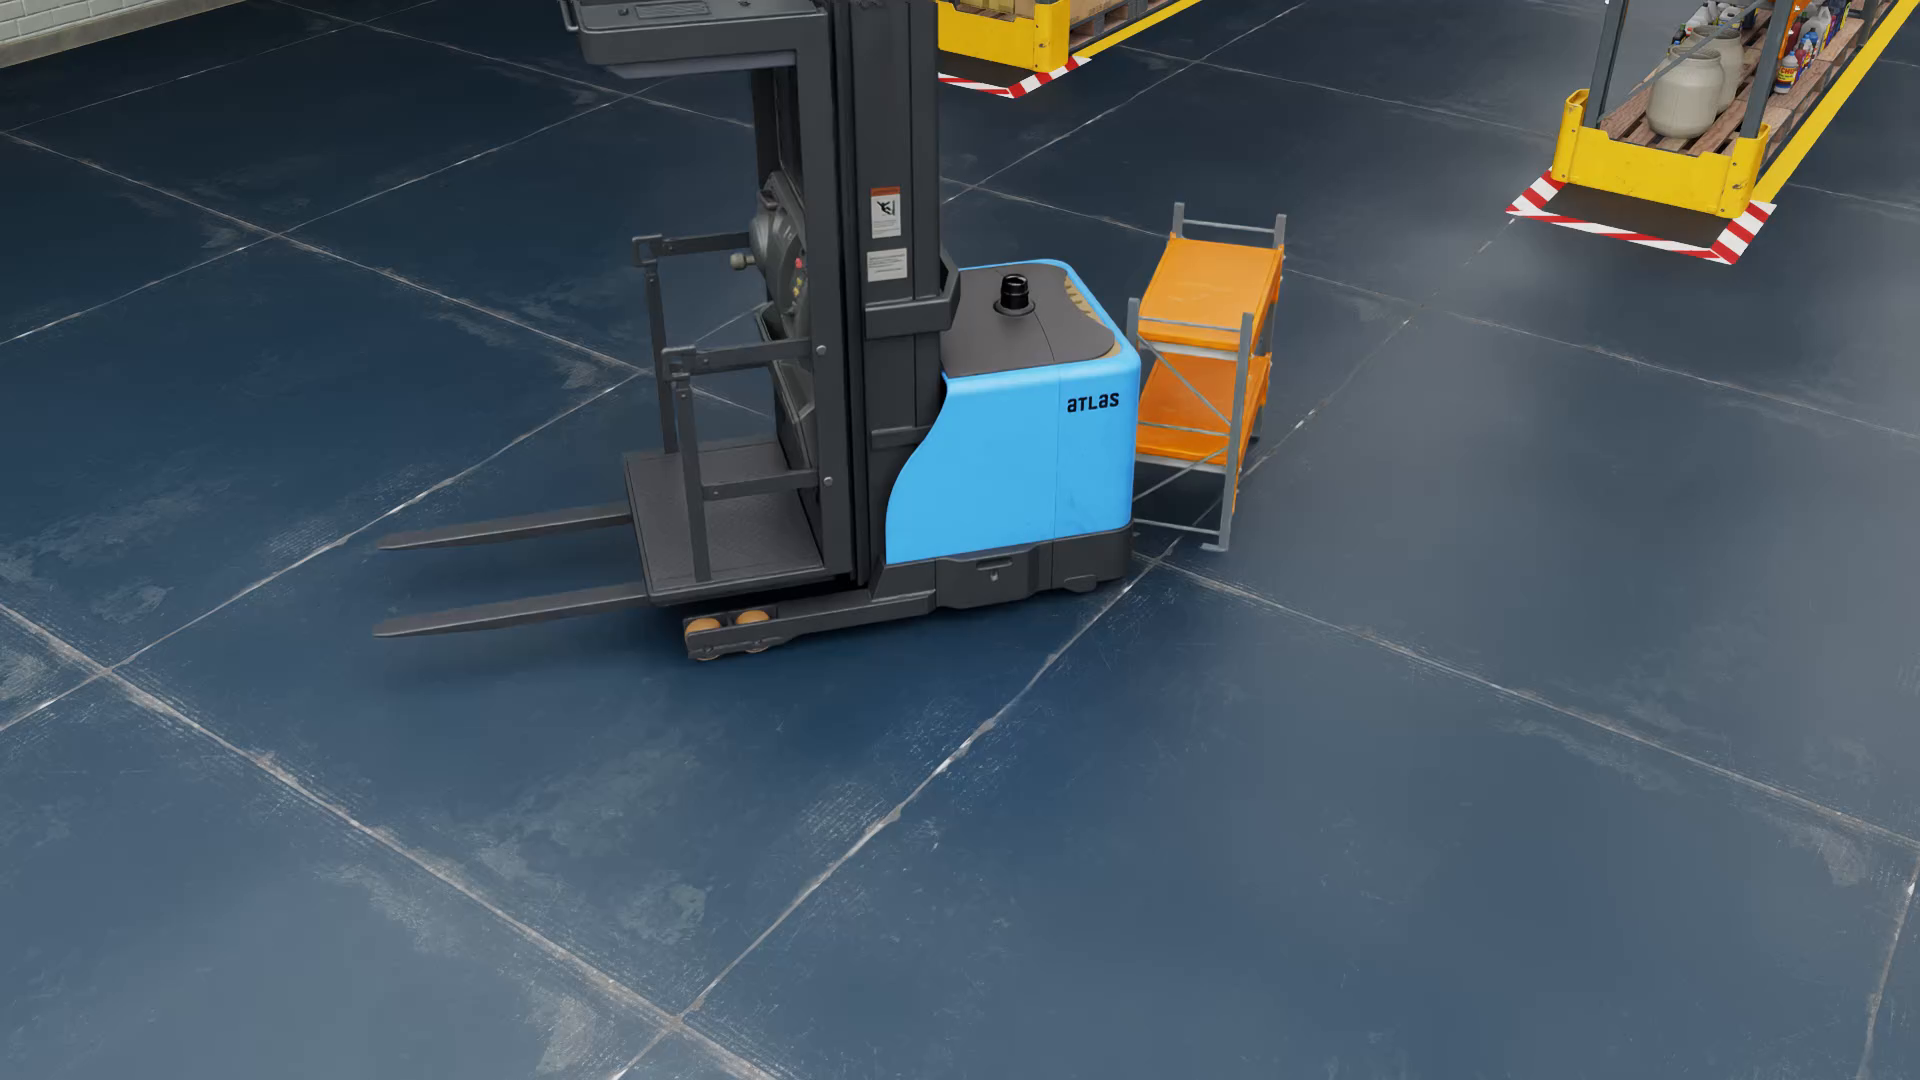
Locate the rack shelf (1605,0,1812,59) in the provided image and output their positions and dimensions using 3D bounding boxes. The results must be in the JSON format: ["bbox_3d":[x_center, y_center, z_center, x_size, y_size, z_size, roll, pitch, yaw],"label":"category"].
[{"bbox_3d":[5.488,-4.029,11.172,1.077,0.370,4.000,21,39,28],"label":"rack shelf"}]

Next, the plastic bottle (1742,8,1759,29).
[{"bbox_3d":[5.945,-4.047,12.529,0.144,0.351,0.185,21,39,28],"label":"plastic bottle"}]

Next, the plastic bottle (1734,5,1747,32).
[{"bbox_3d":[5.843,-3.955,12.463,0.097,0.271,0.097,0,34,0],"label":"plastic bottle"}]

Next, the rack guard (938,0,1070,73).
[{"bbox_3d":[0.267,-3.944,12.635,1.175,0.500,0.348,21,39,28],"label":"rack guard"}]

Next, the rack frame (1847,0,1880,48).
[{"bbox_3d":[6.628,-5.247,12.331,1.000,3.000,0.127,21,39,28],"label":"rack frame"}]

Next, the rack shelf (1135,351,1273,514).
[{"bbox_3d":[1.062,-0.533,7.470,0.538,0.278,1.000,9,35,14],"label":"rack shelf"}]

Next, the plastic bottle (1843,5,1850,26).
[{"bbox_3d":[6.677,-4.004,12.598,0.097,0.201,0.097,0,34,0],"label":"plastic bottle"}]

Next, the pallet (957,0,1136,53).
[{"bbox_3d":[0.682,-4.200,13.273,1.003,0.211,1.213,21,39,28],"label":"pallet"}]

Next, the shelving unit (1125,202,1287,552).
[{"bbox_3d":[1.062,-0.735,7.333,0.538,1.125,1.048,9,35,14],"label":"shelving unit"}]

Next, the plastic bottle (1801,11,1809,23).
[{"bbox_3d":[6.105,-3.700,12.075,0.061,0.283,0.133,21,39,28],"label":"plastic bottle"}]

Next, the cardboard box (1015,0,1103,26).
[{"bbox_3d":[0.769,-4.201,12.864,0.500,0.250,0.500,21,39,28],"label":"cardboard box"}]

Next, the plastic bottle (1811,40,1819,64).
[{"bbox_3d":[6.063,-3.508,11.865,0.097,0.201,0.097,0,34,0],"label":"plastic bottle"}]

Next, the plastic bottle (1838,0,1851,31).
[{"bbox_3d":[6.625,-3.977,12.486,0.061,0.283,0.133,23,41,30],"label":"plastic bottle"}]

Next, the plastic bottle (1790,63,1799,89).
[{"bbox_3d":[5.696,-3.212,11.427,0.097,0.201,0.097,0,34,0],"label":"plastic bottle"}]

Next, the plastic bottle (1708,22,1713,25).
[{"bbox_3d":[5.288,-3.522,11.813,0.061,0.283,0.133,21,39,28],"label":"plastic bottle"}]

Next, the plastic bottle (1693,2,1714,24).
[{"bbox_3d":[5.371,-3.725,12.053,0.144,0.351,0.185,23,40,30],"label":"plastic bottle"}]

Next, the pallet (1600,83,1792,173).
[{"bbox_3d":[4.820,-2.673,11.015,1.003,0.211,1.213,21,39,28],"label":"pallet"}]

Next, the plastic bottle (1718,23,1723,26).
[{"bbox_3d":[5.495,-3.645,12.067,0.097,0.201,0.097,0,34,0],"label":"plastic bottle"}]

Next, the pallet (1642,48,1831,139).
[{"bbox_3d":[5.516,-3.232,11.841,1.003,0.211,1.213,21,39,28],"label":"pallet"}]

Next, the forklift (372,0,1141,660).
[{"bbox_3d":[-0.859,-1.069,6.215,3.031,2.935,1.130,-9,35,-13],"label":"forklift"}]

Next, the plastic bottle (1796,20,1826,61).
[{"bbox_3d":[6.108,-3.602,11.938,0.152,0.276,0.135,22,40,29],"label":"plastic bottle"}]

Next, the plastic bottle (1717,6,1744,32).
[{"bbox_3d":[5.613,-3.744,12.147,0.152,0.276,0.135,21,39,28],"label":"plastic bottle"}]

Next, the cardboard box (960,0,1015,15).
[{"bbox_3d":[0.343,-4.366,13.109,0.500,0.250,0.500,21,39,28],"label":"cardboard box"}]

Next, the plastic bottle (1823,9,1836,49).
[{"bbox_3d":[6.330,-3.739,12.134,0.061,0.283,0.133,24,41,31],"label":"plastic bottle"}]

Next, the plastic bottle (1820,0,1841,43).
[{"bbox_3d":[6.388,-3.855,12.245,0.144,0.351,0.185,19,39,26],"label":"plastic bottle"}]

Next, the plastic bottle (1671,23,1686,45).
[{"bbox_3d":[5.086,-3.508,11.792,0.061,0.283,0.133,22,40,29],"label":"plastic bottle"}]

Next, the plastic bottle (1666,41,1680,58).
[{"bbox_3d":[5.034,-3.415,11.727,0.097,0.201,0.097,0,34,0],"label":"plastic bottle"}]

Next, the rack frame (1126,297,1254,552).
[{"bbox_3d":[0.918,-0.462,6.930,0.500,1.125,0.032,9,35,14],"label":"rack frame"}]

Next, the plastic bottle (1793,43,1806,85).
[{"bbox_3d":[5.781,-3.297,11.479,0.061,0.283,0.133,22,40,29],"label":"plastic bottle"}]

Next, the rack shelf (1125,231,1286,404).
[{"bbox_3d":[1.062,-0.978,7.169,0.538,0.278,1.000,9,35,14],"label":"rack shelf"}]

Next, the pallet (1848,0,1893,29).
[{"bbox_3d":[7.044,-4.466,13.665,1.003,0.211,1.213,21,39,28],"label":"pallet"}]

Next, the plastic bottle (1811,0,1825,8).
[{"bbox_3d":[6.379,-3.990,12.444,0.144,0.351,0.185,21,39,28],"label":"plastic bottle"}]

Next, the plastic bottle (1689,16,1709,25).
[{"bbox_3d":[5.280,-3.617,11.959,0.152,0.276,0.135,20,39,27],"label":"plastic bottle"}]

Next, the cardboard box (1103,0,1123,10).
[{"bbox_3d":[1.051,-4.432,13.206,0.500,0.250,0.500,21,39,28],"label":"cardboard box"}]

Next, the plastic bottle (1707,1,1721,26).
[{"bbox_3d":[5.477,-3.811,12.179,0.144,0.351,0.185,21,39,28],"label":"plastic bottle"}]

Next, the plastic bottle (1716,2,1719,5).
[{"bbox_3d":[5.591,-3.916,12.395,0.061,0.283,0.133,23,40,30],"label":"plastic bottle"}]

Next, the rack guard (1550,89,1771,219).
[{"bbox_3d":[4.352,-2.421,10.383,1.175,0.500,0.348,21,39,28],"label":"rack guard"}]

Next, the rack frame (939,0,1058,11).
[{"bbox_3d":[0.280,-4.990,11.951,1.000,3.000,0.127,21,39,28],"label":"rack frame"}]

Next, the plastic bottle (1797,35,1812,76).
[{"bbox_3d":[5.890,-3.397,11.638,0.097,0.271,0.097,0,34,0],"label":"plastic bottle"}]

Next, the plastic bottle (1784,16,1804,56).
[{"bbox_3d":[6.020,-3.639,11.985,0.061,0.283,0.133,21,39,28],"label":"plastic bottle"}]

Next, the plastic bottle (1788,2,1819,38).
[{"bbox_3d":[6.252,-3.860,12.319,0.152,0.276,0.135,21,39,28],"label":"plastic bottle"}]

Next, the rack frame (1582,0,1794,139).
[{"bbox_3d":[4.347,-3.406,9.609,1.000,3.000,0.127,21,39,28],"label":"rack frame"}]

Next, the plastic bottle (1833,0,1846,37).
[{"bbox_3d":[6.498,-3.944,12.376,0.144,0.351,0.185,20,39,27],"label":"plastic bottle"}]

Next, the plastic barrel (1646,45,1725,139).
[{"bbox_3d":[4.660,-2.877,10.673,0.421,0.512,0.421,0,34,0],"label":"plastic barrel"}]

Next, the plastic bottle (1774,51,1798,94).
[{"bbox_3d":[5.637,-3.193,11.337,0.097,0.271,0.097,0,34,0],"label":"plastic bottle"}]

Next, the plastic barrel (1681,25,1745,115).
[{"bbox_3d":[4.946,-3.108,11.014,0.421,0.512,0.421,0,34,0],"label":"plastic barrel"}]

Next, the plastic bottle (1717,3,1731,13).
[{"bbox_3d":[5.666,-3.894,12.373,0.097,0.271,0.097,0,34,0],"label":"plastic bottle"}]

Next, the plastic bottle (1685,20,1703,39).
[{"bbox_3d":[5.201,-3.553,11.864,0.152,0.276,0.135,22,40,29],"label":"plastic bottle"}]

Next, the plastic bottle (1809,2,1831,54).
[{"bbox_3d":[6.204,-3.707,12.025,0.144,0.351,0.185,21,39,28],"label":"plastic bottle"}]

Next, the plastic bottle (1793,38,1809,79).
[{"bbox_3d":[5.833,-3.351,11.570,0.097,0.271,0.097,0,34,0],"label":"plastic bottle"}]

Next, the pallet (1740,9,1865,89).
[{"bbox_3d":[6.211,-3.796,12.675,1.003,0.211,1.213,21,39,28],"label":"pallet"}]

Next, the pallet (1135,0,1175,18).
[{"bbox_3d":[1.378,-4.760,14.100,1.003,0.211,1.213,21,39,28],"label":"pallet"}]

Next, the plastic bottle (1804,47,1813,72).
[{"bbox_3d":[5.946,-3.414,11.725,0.097,0.201,0.097,0,34,0],"label":"plastic bottle"}]

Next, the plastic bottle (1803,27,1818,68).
[{"bbox_3d":[6.005,-3.490,11.776,0.097,0.271,0.097,0,34,0],"label":"plastic bottle"}]

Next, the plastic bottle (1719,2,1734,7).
[{"bbox_3d":[5.719,-4.006,12.468,0.144,0.351,0.185,20,39,26],"label":"plastic bottle"}]

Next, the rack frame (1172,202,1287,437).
[{"bbox_3d":[1.206,-1.009,7.737,0.500,1.125,0.032,9,35,14],"label":"rack frame"}]
